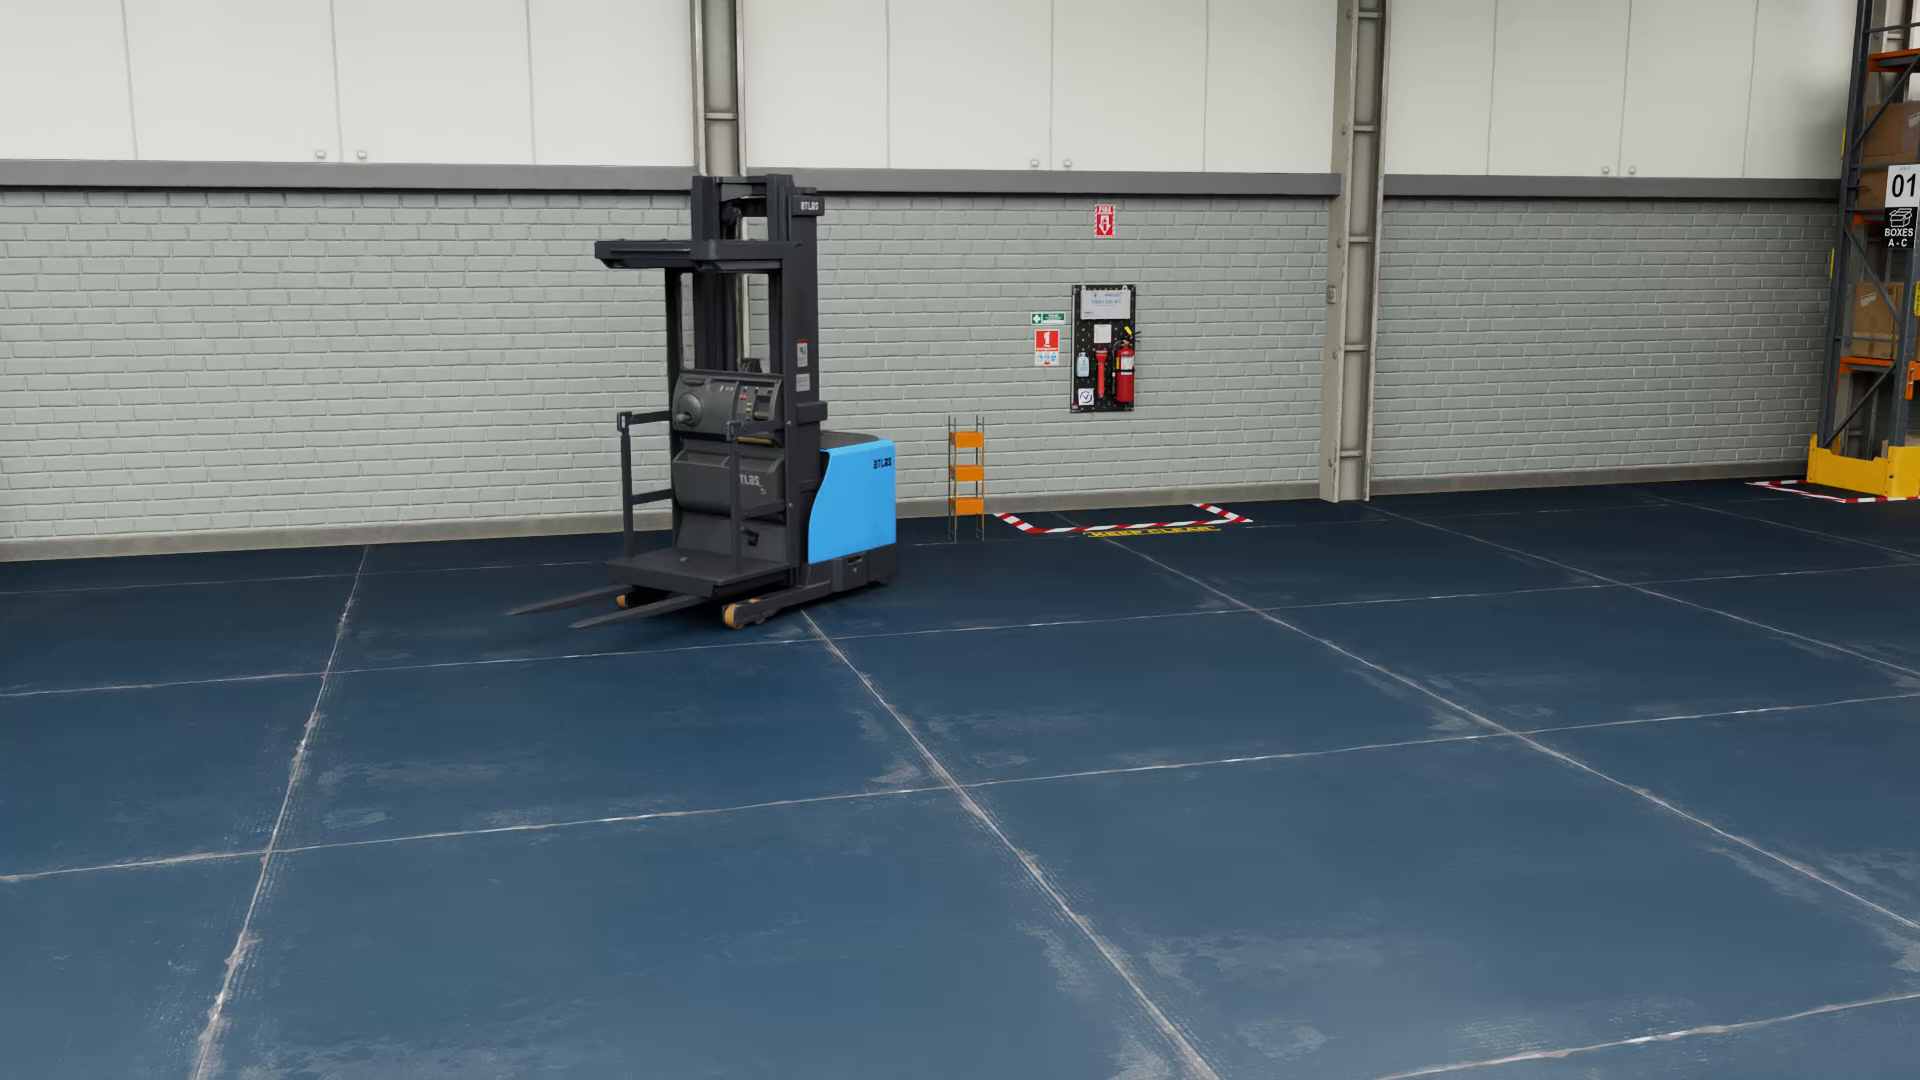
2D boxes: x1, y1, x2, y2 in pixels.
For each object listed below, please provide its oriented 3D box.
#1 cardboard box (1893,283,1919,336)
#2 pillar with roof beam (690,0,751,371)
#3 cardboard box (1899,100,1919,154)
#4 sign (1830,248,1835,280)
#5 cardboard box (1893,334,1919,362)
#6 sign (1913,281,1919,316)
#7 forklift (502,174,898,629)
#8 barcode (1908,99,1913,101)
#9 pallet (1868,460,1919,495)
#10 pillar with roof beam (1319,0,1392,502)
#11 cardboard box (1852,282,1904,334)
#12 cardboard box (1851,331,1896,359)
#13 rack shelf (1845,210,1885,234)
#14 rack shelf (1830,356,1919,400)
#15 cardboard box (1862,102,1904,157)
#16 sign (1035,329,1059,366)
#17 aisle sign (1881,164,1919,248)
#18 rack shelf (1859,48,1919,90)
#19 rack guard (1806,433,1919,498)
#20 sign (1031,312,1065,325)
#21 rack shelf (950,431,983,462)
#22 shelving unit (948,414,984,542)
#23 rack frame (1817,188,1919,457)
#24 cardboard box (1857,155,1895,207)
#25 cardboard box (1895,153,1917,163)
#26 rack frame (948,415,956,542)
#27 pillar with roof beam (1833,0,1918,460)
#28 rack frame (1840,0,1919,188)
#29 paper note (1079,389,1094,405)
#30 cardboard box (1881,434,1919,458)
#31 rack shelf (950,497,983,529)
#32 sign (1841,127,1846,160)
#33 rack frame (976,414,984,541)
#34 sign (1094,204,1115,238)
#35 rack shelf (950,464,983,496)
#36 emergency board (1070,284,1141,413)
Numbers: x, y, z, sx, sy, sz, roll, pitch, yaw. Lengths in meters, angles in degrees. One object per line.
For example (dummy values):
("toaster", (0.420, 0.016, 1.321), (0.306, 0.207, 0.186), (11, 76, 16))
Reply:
("cardboard box", (9.614, -2.269, 16.377), (0.500, 0.500, 0.500), (-3, 11, -16))
("pillar with roof beam", (-0.816, -3.773, 9.688), (0.400, 9.000, 9.100), (-3, 11, -16))
("cardboard box", (9.510, -3.996, 16.089), (0.500, 0.500, 0.500), (-4, 11, -20))
("sign", (8.936, -2.815, 16.982), (0.005, 0.325, 0.100), (-3, 11, -16))
("cardboard box", (9.629, -1.898, 16.432), (0.500, 0.250, 0.500), (-3, 11, -18))
("sign", (9.224, -2.324, 15.995), (0.005, 0.325, 0.100), (-3, 11, -16))
("forklift", (-1.710, -0.956, 11.144), (1.130, 2.935, 3.031), (7, 13, 34))
("barcode", (9.614, -4.427, 16.828), (0.075, 0.075, 0.001), (-3, 11, -16))
("pallet", (9.935, -0.660, 17.049), (1.213, 0.211, 1.003), (-3, 11, -16))
("pillar with roof beam", (4.945, -4.077, 11.337), (0.400, 9.000, 9.100), (-3, 11, -16))
("cardboard box", (9.465, -2.358, 16.860), (0.500, 0.500, 0.500), (-3, 11, -17))
("cardboard box", (9.467, -1.986, 16.909), (0.500, 0.250, 0.500), (-3, 11, -15))
("rack shelf", (10.992, -3.215, 16.929), (4.000, 0.370, 1.077), (-3, 11, -16))
("rack shelf", (10.992, -1.740, 17.201), (4.000, 0.370, 1.077), (-3, 11, -16))
("cardboard box", (9.413, -4.086, 16.578), (0.500, 0.500, 0.500), (-3, 11, -13))
("sign", (0.798, -1.764, 15.245), (0.234, 0.329, 0.001), (-3, 11, -16))
("aisle sign", (9.087, -3.215, 16.047), (0.004, 0.787, 0.394), (-3, 11, -16))
("rack shelf", (10.992, -4.689, 16.658), (4.000, 0.370, 1.077), (-3, 11, -16))
("rack guard", (9.145, -0.767, 16.833), (0.348, 0.500, 1.175), (-3, 11, -16))
("sign", (0.805, -2.023, 15.189), (0.331, 0.109, 0.001), (-3, 11, -16))
("rack shelf", (0.051, -0.788, 13.917), (0.240, 0.259, 0.215), (-3, 11, -16))
("shelving unit", (0.051, -0.519, 13.966), (0.252, 1.050, 0.215), (-3, 11, -16))
("rack frame", (9.072, -1.993, 16.586), (0.127, 3.000, 1.000), (-3, 11, -16))
("cardboard box", (9.402, -3.592, 16.657), (0.500, 0.500, 0.500), (-2, 11, -12))
("cardboard box", (9.463, -3.500, 16.159), (0.500, 0.500, 0.500), (-3, 11, -14))
("rack frame", (-0.066, -0.513, 13.933), (0.008, 1.050, 0.200), (-3, 11, -16))
("pillar with roof beam", (10.706, -4.381, 12.987), (0.400, 9.000, 9.100), (-3, 11, -16))
("rack frame", (9.072, -4.943, 16.043), (0.127, 3.000, 1.000), (-3, 11, -16))
("paper note", (1.169, -1.326, 15.399), (0.142, 0.148, 0.016), (-3, 11, -16))
("cardboard box", (9.761, -0.906, 16.895), (0.500, 0.311, 0.500), (-4, 11, -22))
("rack shelf", (0.051, -0.235, 14.018), (0.240, 0.259, 0.215), (-3, 11, -16))
("sign", (8.936, -4.001, 16.764), (0.005, 0.325, 0.100), (-3, 11, -16))
("rack frame", (0.169, -0.525, 14.000), (0.008, 1.050, 0.200), (-3, 11, -16))
("sign", (1.322, -2.913, 15.184), (0.199, 0.298, 0.001), (-3, 11, -16))
("rack shelf", (0.051, -0.509, 13.968), (0.240, 0.259, 0.215), (-3, 11, -16))
("emergency board", (1.358, -1.756, 15.302), (0.643, 1.169, 0.194), (-3, 11, -16))
